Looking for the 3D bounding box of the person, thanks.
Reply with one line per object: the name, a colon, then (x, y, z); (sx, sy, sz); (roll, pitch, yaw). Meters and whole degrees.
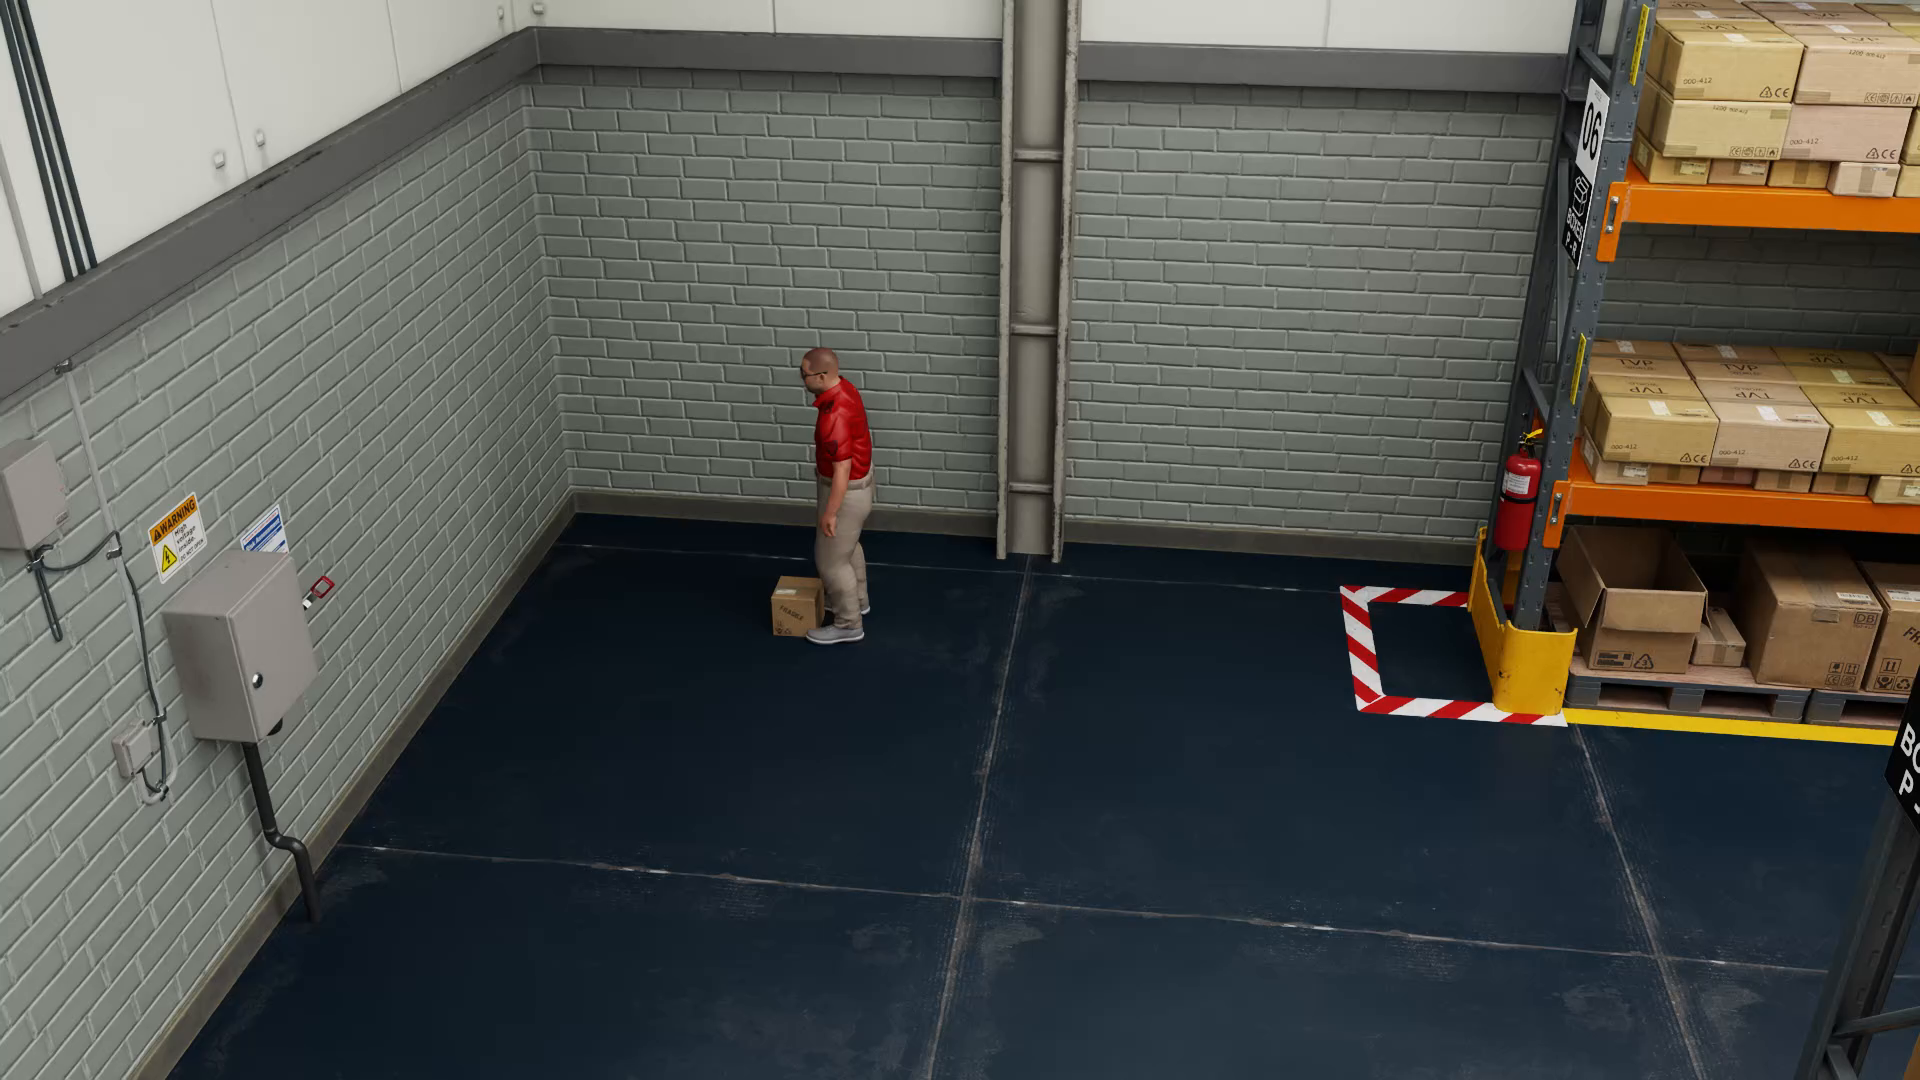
person: (-0.668, -0.256, 9.115); (0.394, 1.726, 0.605); (2, 28, 3)
